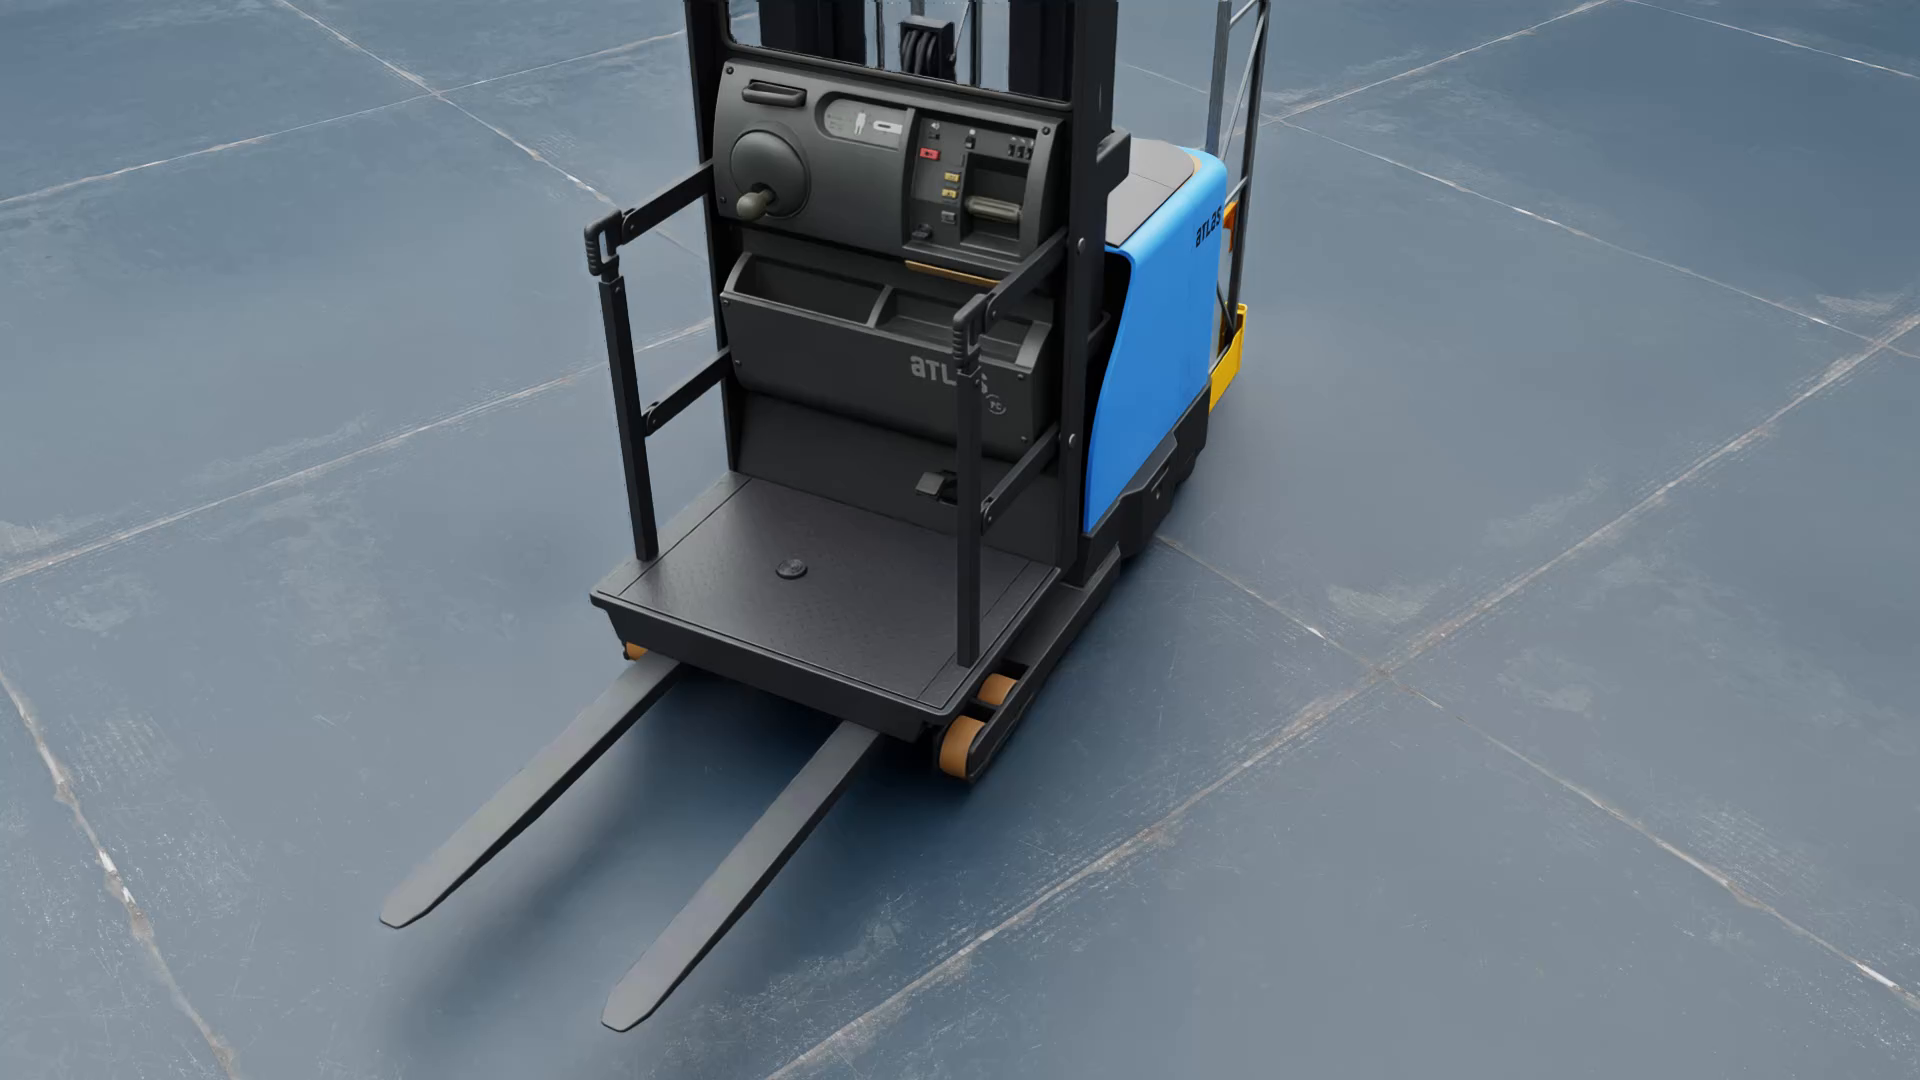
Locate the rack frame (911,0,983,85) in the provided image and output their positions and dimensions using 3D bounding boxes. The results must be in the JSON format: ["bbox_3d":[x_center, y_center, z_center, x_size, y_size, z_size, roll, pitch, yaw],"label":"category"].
[{"bbox_3d":[-0.038,-1.363,5.877,0.032,1.500,0.500,15,38,20],"label":"rack frame"}]

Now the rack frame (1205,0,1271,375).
[{"bbox_3d":[0.883,-1.114,5.525,0.032,1.500,0.500,15,38,20],"label":"rack frame"}]

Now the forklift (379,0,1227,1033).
[{"bbox_3d":[-0.297,-0.864,3.934,1.130,2.935,3.031,17,39,22],"label":"forklift"}]

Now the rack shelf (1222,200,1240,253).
[{"bbox_3d":[0.423,-1.092,5.805,1.000,0.185,0.538,15,38,20],"label":"rack shelf"}]

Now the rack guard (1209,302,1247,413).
[{"bbox_3d":[0.882,-0.604,5.886,0.087,0.250,0.587,15,38,20],"label":"rack guard"}]

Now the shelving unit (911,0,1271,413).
[{"bbox_3d":[0.431,-1.236,5.698,1.083,1.500,0.587,15,38,20],"label":"shelving unit"}]
